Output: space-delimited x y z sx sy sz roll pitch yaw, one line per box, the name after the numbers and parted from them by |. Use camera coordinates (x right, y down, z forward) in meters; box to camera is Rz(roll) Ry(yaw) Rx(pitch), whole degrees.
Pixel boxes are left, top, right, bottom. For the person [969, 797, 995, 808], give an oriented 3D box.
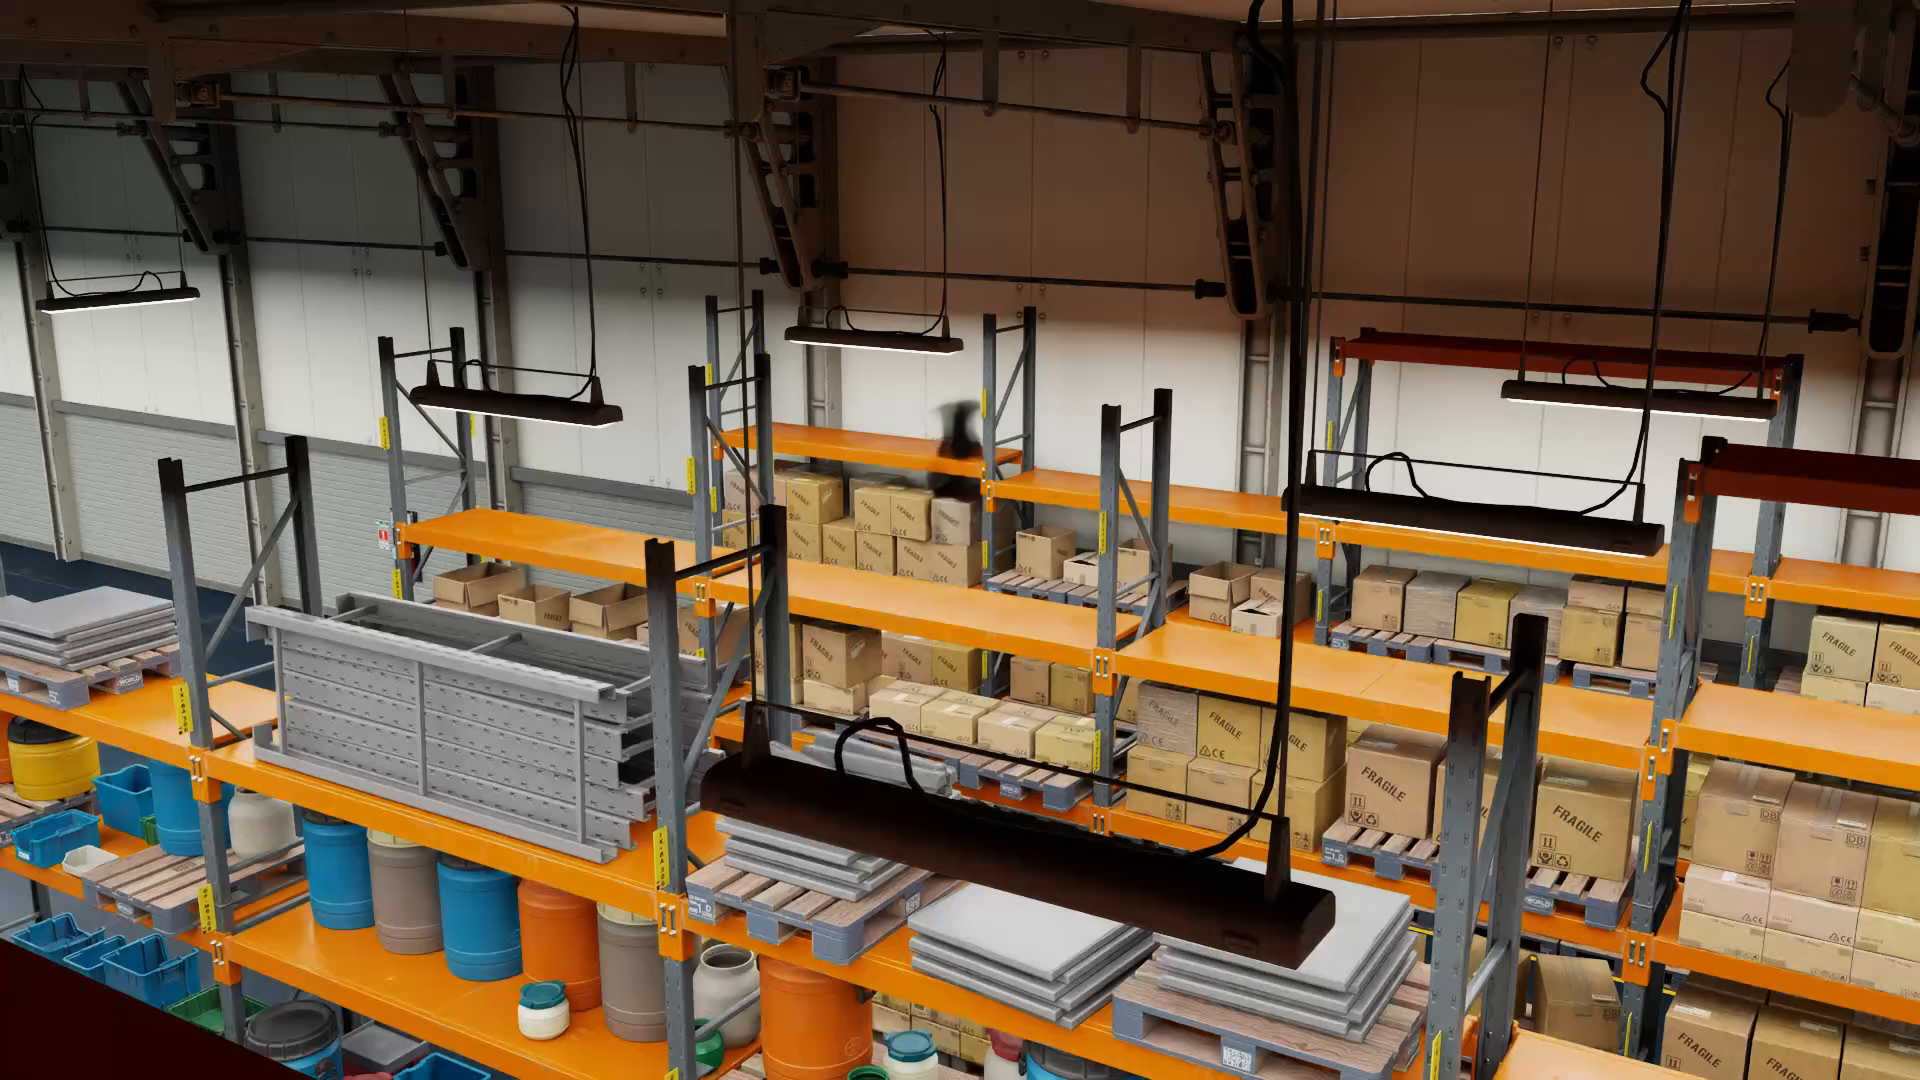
0.182 3.254 16.586 0.685 1.718 0.566 6 15 24 | person
